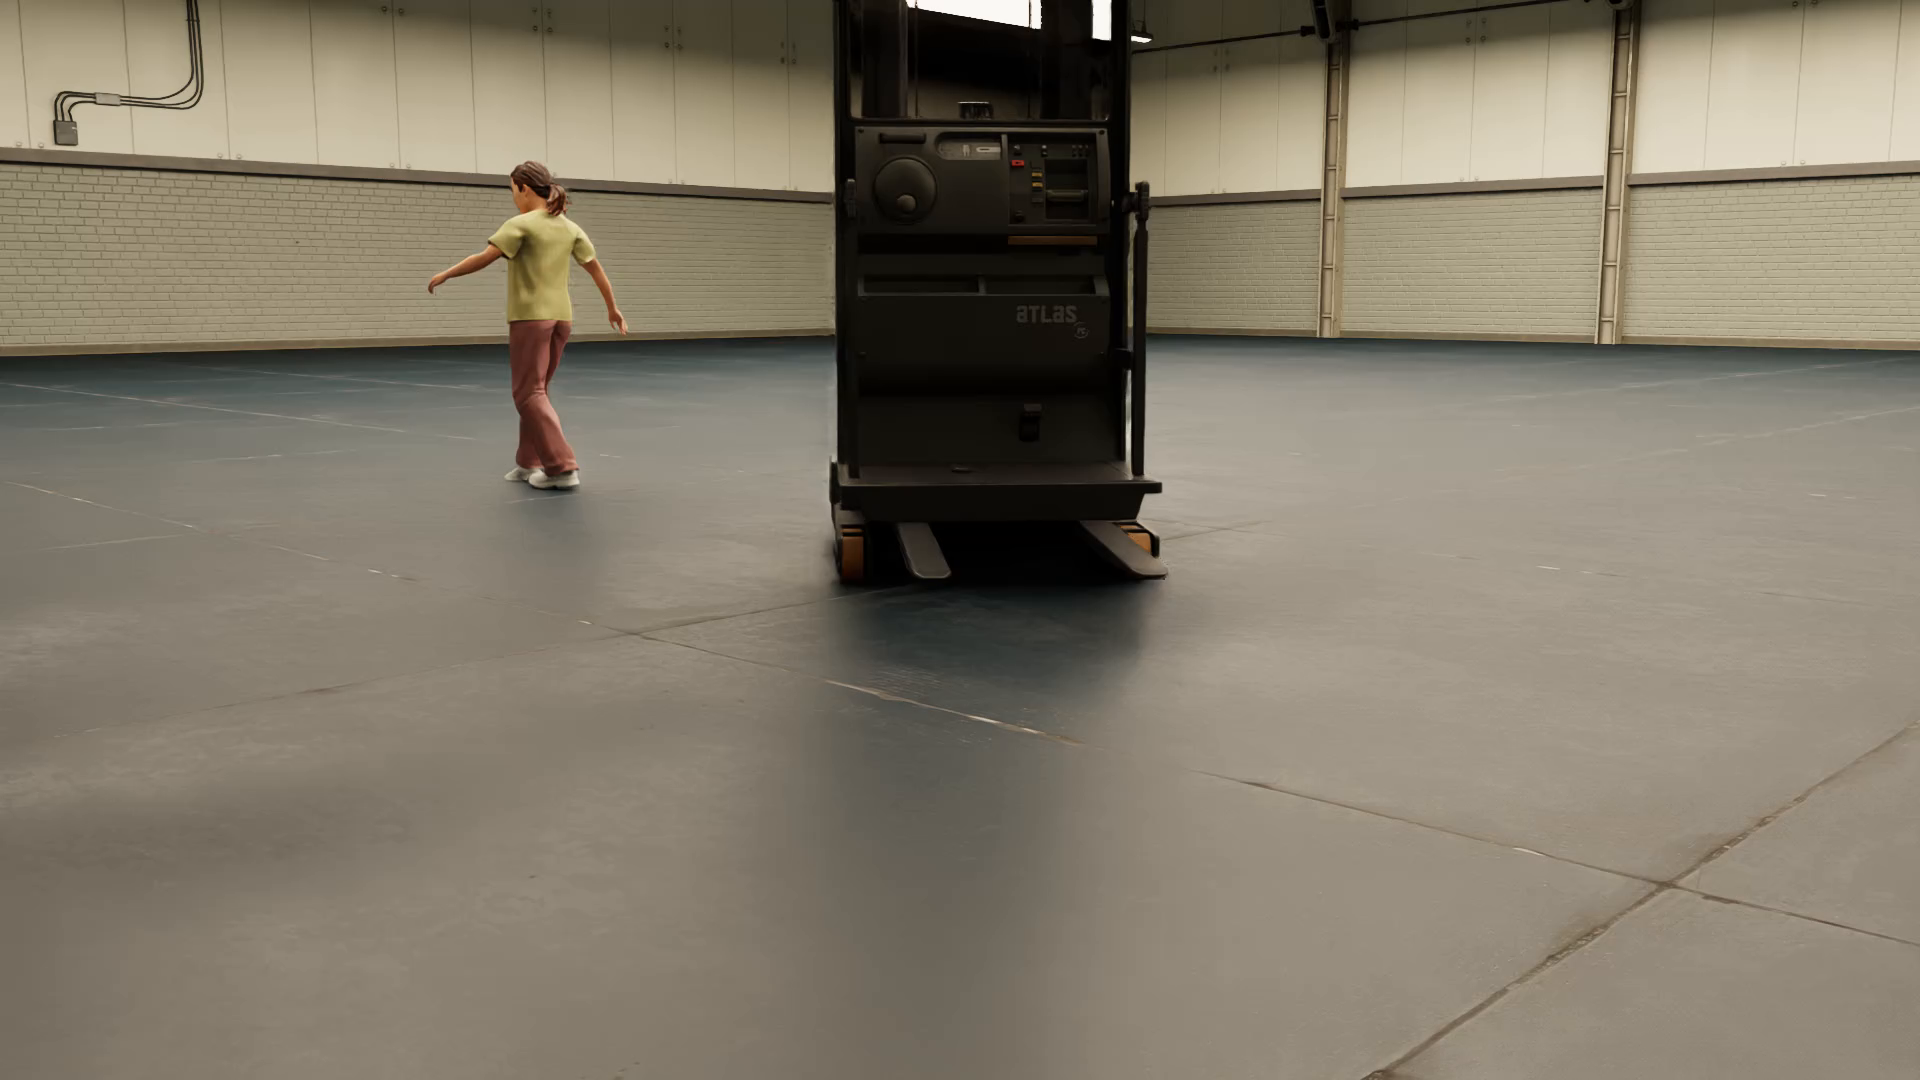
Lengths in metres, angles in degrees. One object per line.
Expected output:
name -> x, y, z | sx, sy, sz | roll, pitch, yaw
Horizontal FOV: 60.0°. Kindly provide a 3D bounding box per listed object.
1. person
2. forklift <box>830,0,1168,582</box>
person -> -2.180, -1.095, 8.538 | 0.716, 1.662, 0.885 | 5, 10, 32
forklift -> 0.103, -1.353, 5.858 | 1.130, 2.935, 3.031 | -1, 9, -5
